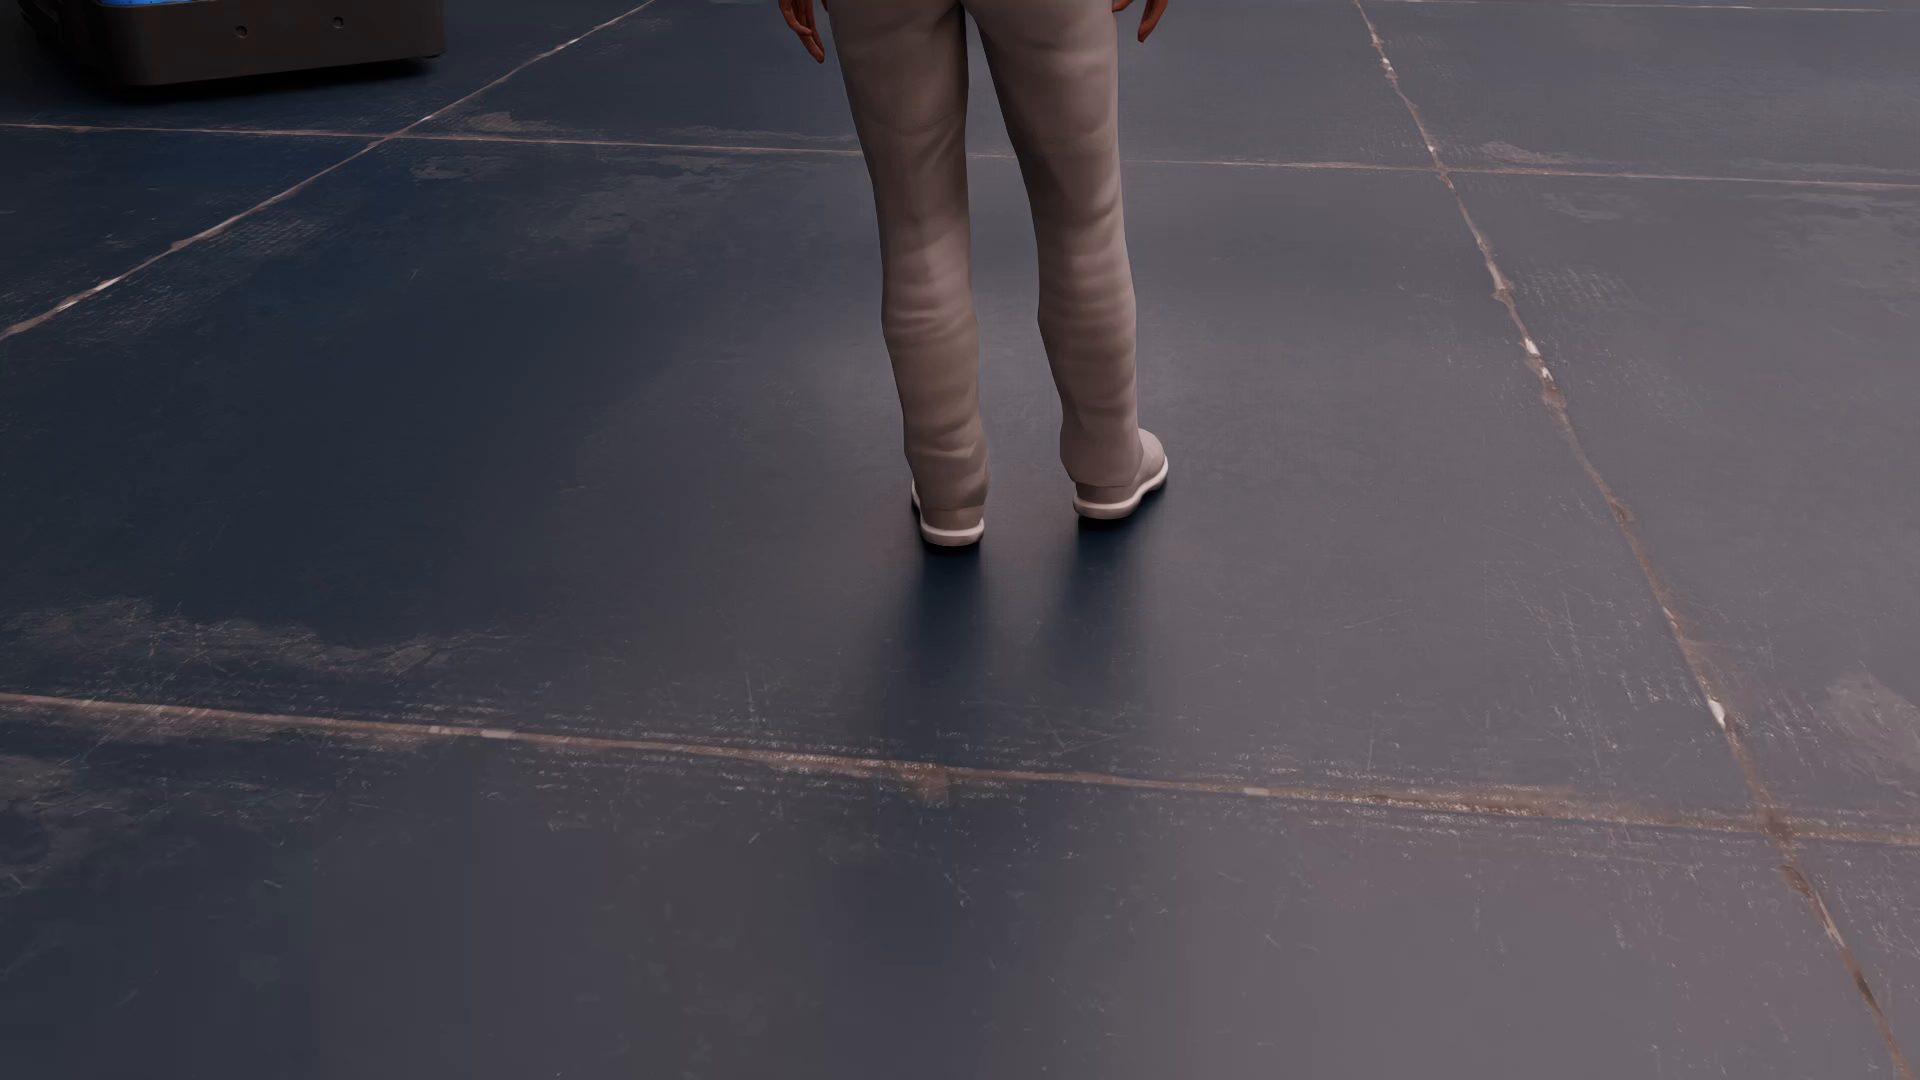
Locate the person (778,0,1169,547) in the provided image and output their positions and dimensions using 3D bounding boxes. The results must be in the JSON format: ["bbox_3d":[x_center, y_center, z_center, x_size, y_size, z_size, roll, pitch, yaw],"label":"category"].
[{"bbox_3d":[0.030,-0.797,2.183,0.569,1.695,0.528,3,27,7],"label":"person"}]

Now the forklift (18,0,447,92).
[{"bbox_3d":[-3.001,-3.324,5.881,1.130,2.935,3.031,-17,31,-30],"label":"forklift"}]
